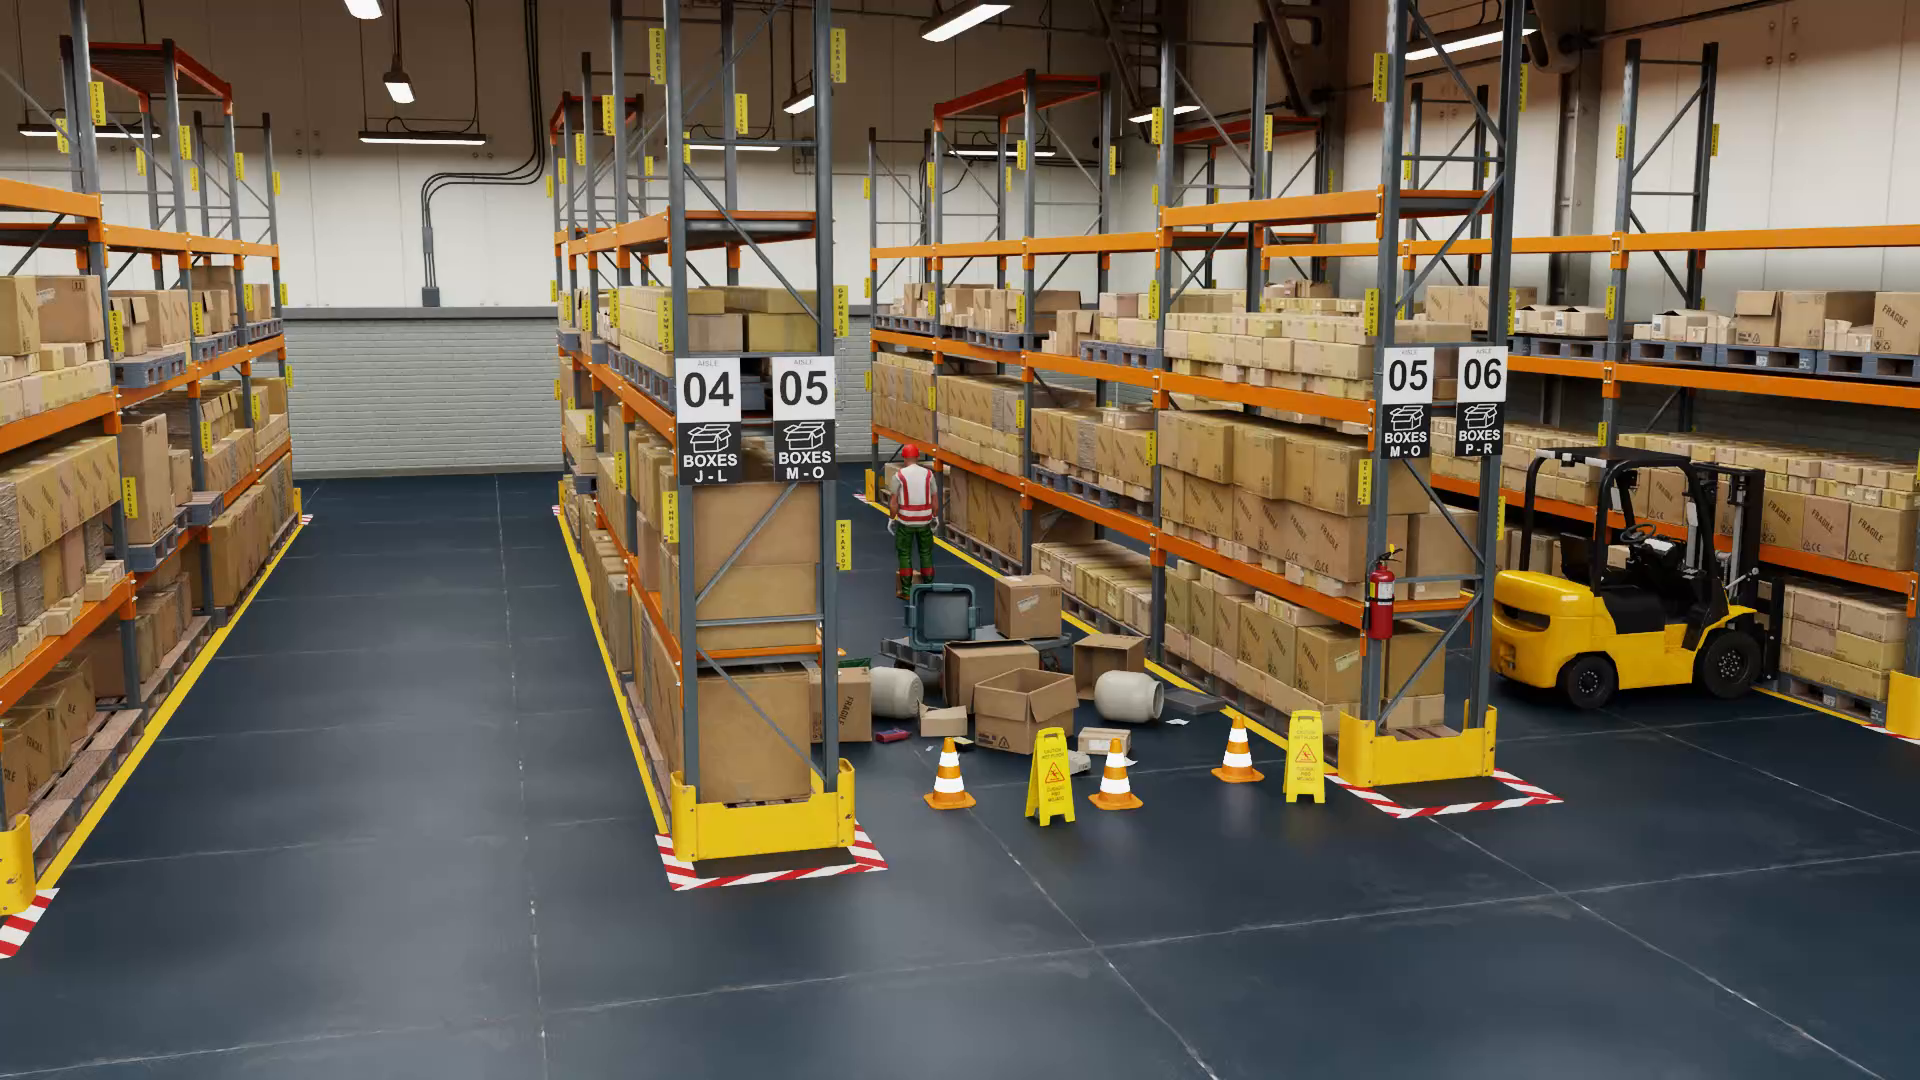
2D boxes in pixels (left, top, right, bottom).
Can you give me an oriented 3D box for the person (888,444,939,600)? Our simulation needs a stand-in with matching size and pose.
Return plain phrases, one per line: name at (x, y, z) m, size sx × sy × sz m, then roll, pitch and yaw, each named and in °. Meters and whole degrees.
person at (-0.530, -0.210, 19.131) m, size 0.608 × 1.779 × 0.449 m, roll -3°, pitch 9°, yaw -16°
